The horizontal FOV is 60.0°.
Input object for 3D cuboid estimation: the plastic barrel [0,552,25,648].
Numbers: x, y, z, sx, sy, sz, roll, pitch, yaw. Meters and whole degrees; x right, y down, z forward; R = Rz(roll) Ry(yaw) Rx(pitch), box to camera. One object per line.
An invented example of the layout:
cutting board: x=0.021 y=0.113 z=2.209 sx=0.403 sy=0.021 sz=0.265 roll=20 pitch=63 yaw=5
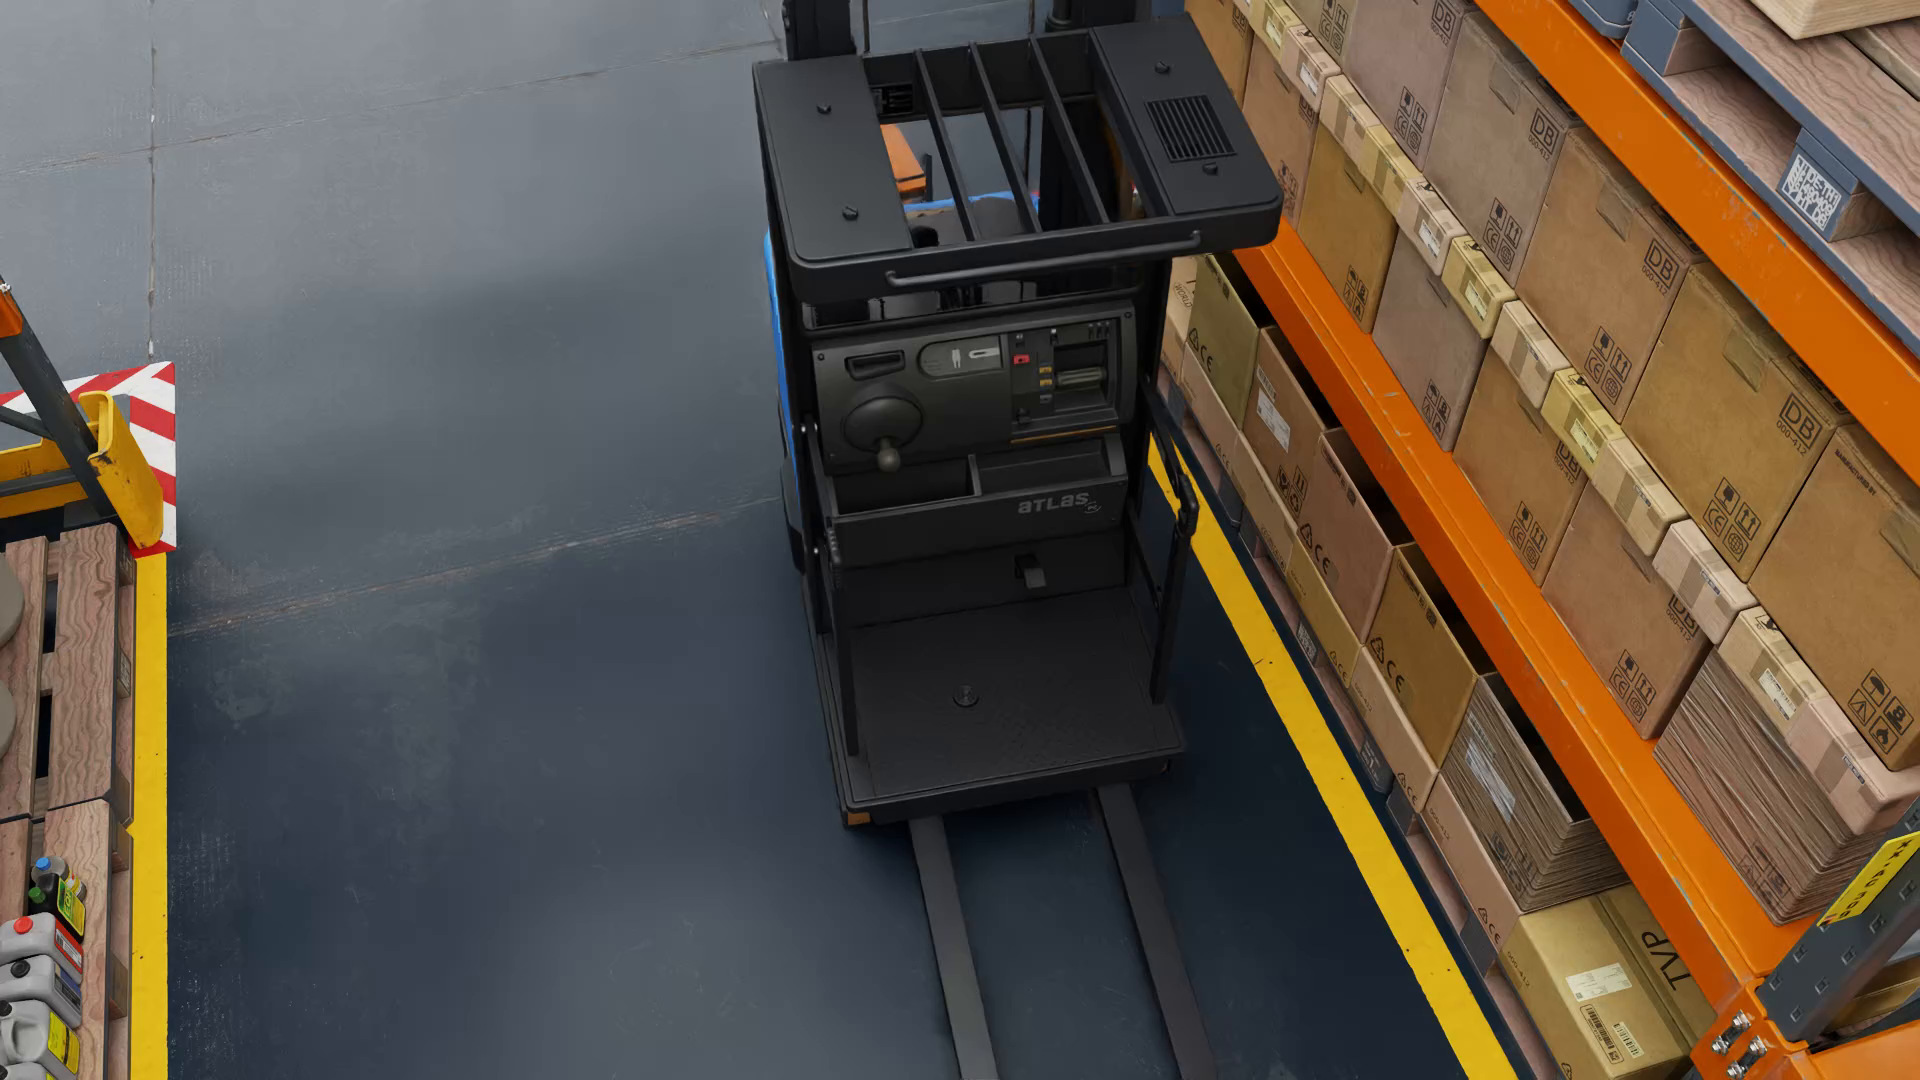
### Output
plastic barrel: x=-3.398 y=0.142 z=5.521 sx=0.421 sy=0.512 sz=0.421 roll=0 pitch=50 yaw=0

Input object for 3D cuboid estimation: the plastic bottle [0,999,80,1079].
plastic bottle: x=-2.562 y=1.378 z=4.571 sx=0.144 sy=0.351 sz=0.185 roll=-11 pitch=51 yaw=-9

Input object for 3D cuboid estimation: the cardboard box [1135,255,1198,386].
cardboard box: x=1.013 y=-0.912 z=6.581 sx=0.500 sy=0.250 sz=0.500 roll=-13 pitch=51 yaw=-11

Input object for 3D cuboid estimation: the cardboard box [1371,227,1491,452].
cardboard box: x=1.653 y=-0.663 z=4.782 sx=0.700 sy=0.500 sz=0.500 roll=-12 pitch=51 yaw=-10

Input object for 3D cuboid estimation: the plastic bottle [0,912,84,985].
plastic bottle: x=-2.656 y=1.181 z=4.786 sx=0.152 sy=0.276 sz=0.135 roll=-13 pitch=51 yaw=-11

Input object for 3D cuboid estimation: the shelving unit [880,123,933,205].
shelving unit: x=-0.297 y=-1.113 z=6.403 sx=0.258 sy=1.200 sz=0.503 roll=-15 pitch=52 yaw=-13

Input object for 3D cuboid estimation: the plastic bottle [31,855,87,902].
plastic bottle: x=-2.704 y=1.015 z=4.975 sx=0.097 sy=0.201 sz=0.097 roll=0 pitch=50 yaw=0

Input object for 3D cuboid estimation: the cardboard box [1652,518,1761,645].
cardboard box: x=1.814 y=0.053 z=3.754 sx=0.380 sy=0.149 sz=0.250 roll=-15 pitch=51 yaw=-12

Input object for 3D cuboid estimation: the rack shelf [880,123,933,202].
rack shelf: x=-0.297 y=-1.366 z=6.103 sx=0.258 sy=0.148 sz=0.480 roll=-15 pitch=52 yaw=-13

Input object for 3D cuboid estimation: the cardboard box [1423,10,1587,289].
cardboard box: x=1.667 y=-1.056 z=4.265 sx=0.700 sy=0.500 sz=0.500 roll=-13 pitch=51 yaw=-11

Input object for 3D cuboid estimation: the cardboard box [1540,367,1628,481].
cardboard box: x=1.666 y=-0.319 z=4.067 sx=0.380 sy=0.149 sz=0.250 roll=-14 pitch=51 yaw=-11

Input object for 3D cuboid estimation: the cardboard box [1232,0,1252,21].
cardboard box: x=1.058 y=-1.819 z=5.332 sx=0.380 sy=0.149 sz=0.250 roll=-15 pitch=51 yaw=-12

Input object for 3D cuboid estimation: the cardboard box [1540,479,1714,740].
cardboard box: x=1.951 y=0.078 z=4.157 sx=0.700 sy=0.500 sz=0.500 roll=-14 pitch=51 yaw=-11

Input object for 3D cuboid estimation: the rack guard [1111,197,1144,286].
rack guard: x=1.060 y=-1.317 z=7.033 sx=1.175 sy=0.500 sz=0.348 roll=-13 pitch=51 yaw=-11

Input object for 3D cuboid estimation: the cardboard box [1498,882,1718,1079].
cardboard box: x=1.904 y=1.278 z=4.734 sx=0.500 sy=0.250 sz=0.500 roll=-13 pitch=51 yaw=-11

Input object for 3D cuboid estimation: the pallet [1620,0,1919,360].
pallet: x=1.973 y=-0.739 z=3.007 sx=1.003 sy=0.211 sz=1.213 roll=-13 pitch=51 yaw=-11

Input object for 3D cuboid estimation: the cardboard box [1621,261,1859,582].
cardboard box: x=1.962 y=-0.325 z=3.649 sx=0.700 sy=0.500 sz=0.500 roll=-13 pitch=51 yaw=-11

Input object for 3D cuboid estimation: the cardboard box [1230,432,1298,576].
cardboard box: x=1.312 y=-0.183 z=5.966 sx=0.500 sy=0.250 sz=0.500 roll=-13 pitch=51 yaw=-11

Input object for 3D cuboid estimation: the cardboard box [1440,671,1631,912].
cardboard box: x=1.767 y=0.669 z=4.758 sx=0.500 sy=0.500 sz=0.500 roll=-13 pitch=51 yaw=-11

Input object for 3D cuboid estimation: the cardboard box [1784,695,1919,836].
cardboard box: x=1.965 y=0.425 z=3.440 sx=0.380 sy=0.149 sz=0.250 roll=-13 pitch=51 yaw=-11

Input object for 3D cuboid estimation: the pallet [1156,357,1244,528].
pallet: x=1.333 y=-0.657 z=6.666 sx=1.003 sy=0.211 sz=1.213 roll=-13 pitch=51 yaw=-11

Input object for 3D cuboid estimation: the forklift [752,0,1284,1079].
forklift: x=0.094 y=-0.329 z=4.611 sx=1.130 sy=2.935 sz=3.031 roll=-9 pitch=50 yaw=-7

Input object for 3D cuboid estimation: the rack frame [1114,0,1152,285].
rack frame: x=1.067 y=-2.105 z=6.063 sx=1.000 sy=3.000 sz=0.127 roll=-13 pitch=51 yaw=-11

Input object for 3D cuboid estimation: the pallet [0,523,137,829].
pallet: x=-3.363 y=0.550 z=5.648 sx=1.003 sy=0.211 sz=1.213 roll=-13 pitch=51 yaw=-11

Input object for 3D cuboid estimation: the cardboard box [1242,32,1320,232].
cardboard box: x=1.353 y=-1.411 z=5.412 sx=0.700 sy=0.500 sz=0.500 roll=-12 pitch=51 yaw=-10

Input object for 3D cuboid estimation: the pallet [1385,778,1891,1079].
pallet: x=2.055 y=1.125 z=5.164 sx=1.003 sy=0.211 sz=1.213 roll=-13 pitch=51 yaw=-11

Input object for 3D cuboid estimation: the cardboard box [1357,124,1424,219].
cardboard box: x=1.360 y=-1.071 z=4.701 sx=0.380 sy=0.149 sz=0.250 roll=-14 pitch=51 yaw=-11

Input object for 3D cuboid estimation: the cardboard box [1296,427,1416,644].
cardboard box: x=1.454 y=-0.058 z=5.370 sx=0.500 sy=0.500 sz=0.500 roll=-13 pitch=51 yaw=-11

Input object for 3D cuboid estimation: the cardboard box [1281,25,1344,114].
cardboard box: x=1.203 y=-1.452 z=5.022 sx=0.380 sy=0.149 sz=0.250 roll=-14 pitch=51 yaw=-12

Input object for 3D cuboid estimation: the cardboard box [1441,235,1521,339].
cardboard box: x=1.509 y=-0.696 z=4.385 sx=0.380 sy=0.149 sz=0.250 roll=-12 pitch=51 yaw=-10

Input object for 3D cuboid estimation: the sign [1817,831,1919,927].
sign: x=1.720 y=0.638 z=3.132 sx=0.100 sy=0.325 sz=0.005 roll=-13 pitch=51 yaw=-11

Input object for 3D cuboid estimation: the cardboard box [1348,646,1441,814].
cardboard box: x=1.604 y=0.549 z=5.349 sx=0.500 sy=0.250 sz=0.500 roll=-13 pitch=51 yaw=-11

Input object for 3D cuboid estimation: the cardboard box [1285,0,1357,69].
cardboard box: x=1.369 y=-1.790 z=4.883 sx=0.700 sy=0.500 sz=0.500 roll=-15 pitch=51 yaw=-12

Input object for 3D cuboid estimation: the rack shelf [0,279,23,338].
rack shelf: x=-3.074 y=0.705 z=4.164 sx=1.077 sy=0.370 sz=4.000 roll=-13 pitch=51 yaw=-11

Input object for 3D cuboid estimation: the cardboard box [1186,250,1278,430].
cardboard box: x=1.163 y=-0.789 z=5.987 sx=0.500 sy=0.500 sz=0.500 roll=-13 pitch=51 yaw=-11
